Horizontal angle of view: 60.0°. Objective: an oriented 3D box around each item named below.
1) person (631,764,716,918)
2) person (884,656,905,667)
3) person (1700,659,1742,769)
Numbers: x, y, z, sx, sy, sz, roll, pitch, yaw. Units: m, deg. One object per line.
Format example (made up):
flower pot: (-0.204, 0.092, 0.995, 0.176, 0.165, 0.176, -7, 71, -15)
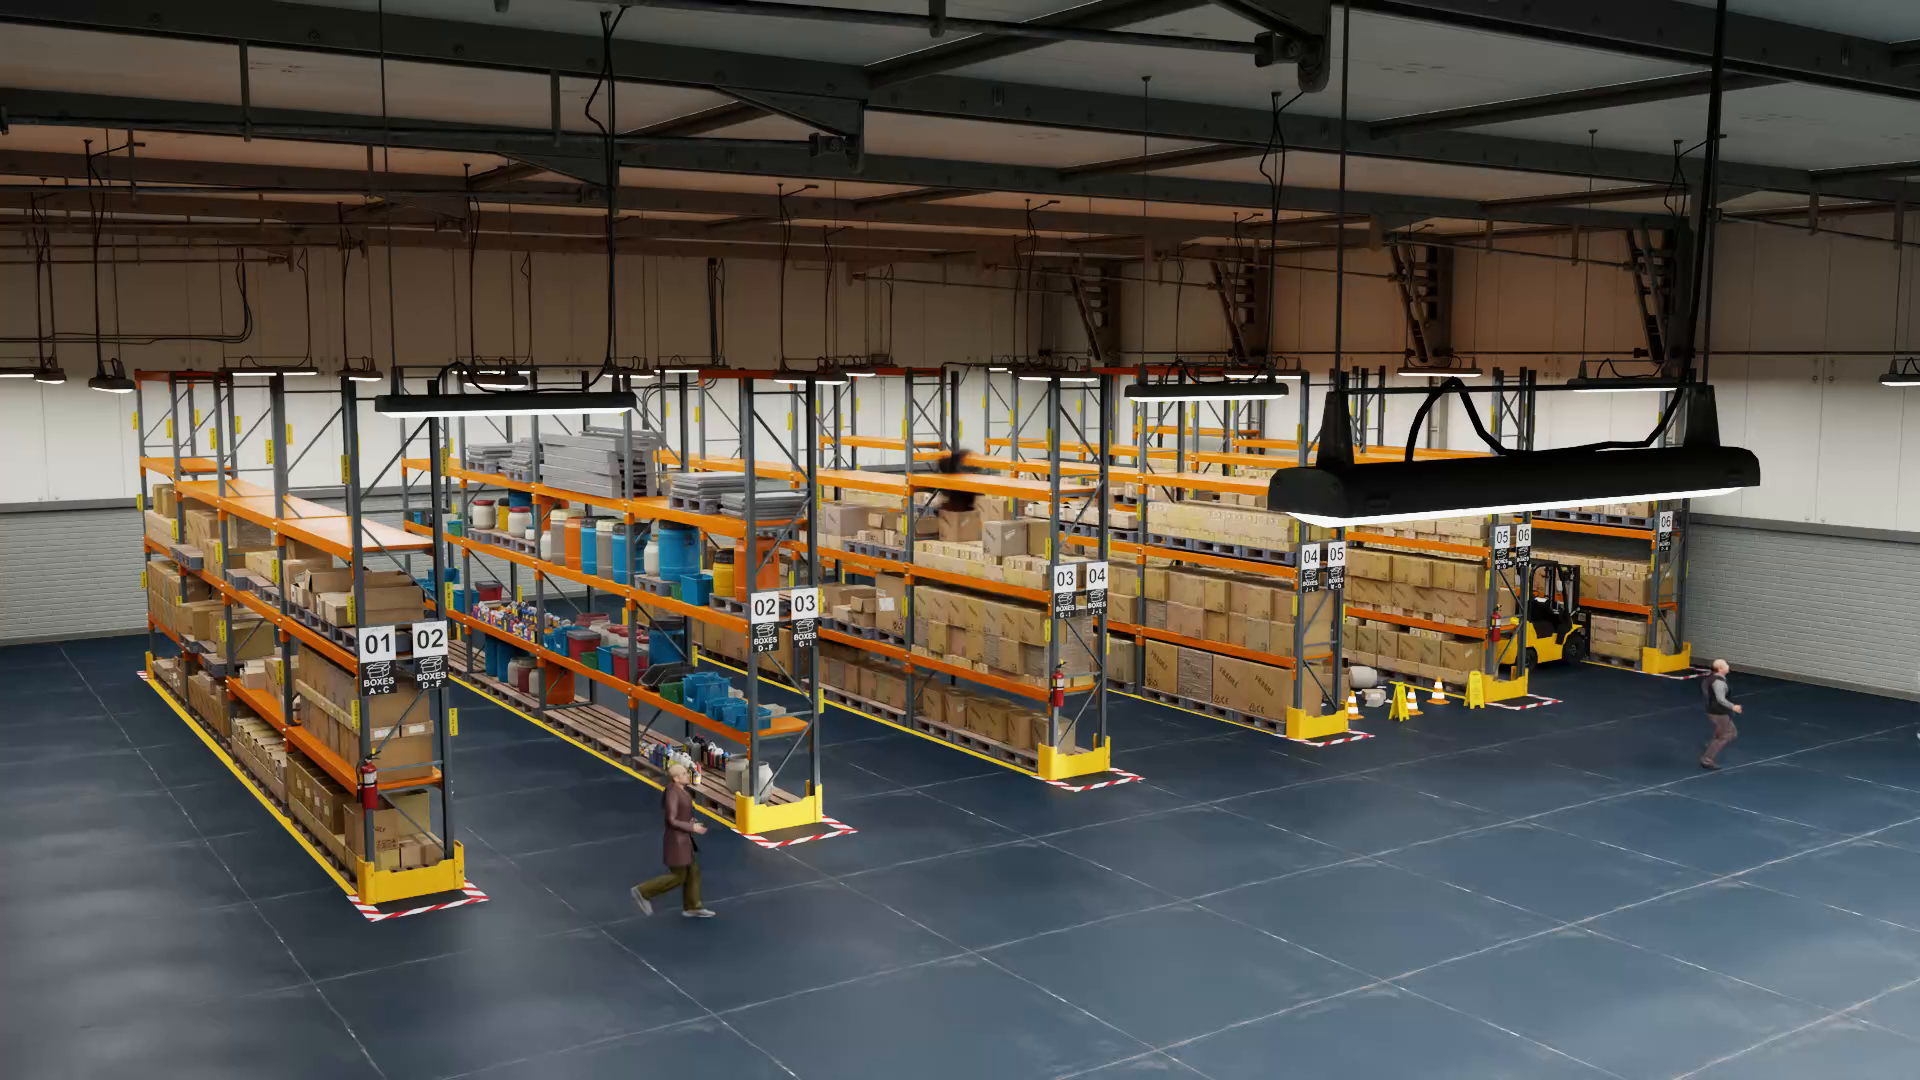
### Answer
person: (-3.178, 3.375, 18.592, 0.855, 1.778, 0.718, -1, 6, -7)
person: (-1.247, 1.794, 32.815, 0.598, 1.753, 0.777, -5, 8, -36)
person: (11.590, 2.642, 25.320, 0.542, 1.680, 0.672, 1, 7, 13)
